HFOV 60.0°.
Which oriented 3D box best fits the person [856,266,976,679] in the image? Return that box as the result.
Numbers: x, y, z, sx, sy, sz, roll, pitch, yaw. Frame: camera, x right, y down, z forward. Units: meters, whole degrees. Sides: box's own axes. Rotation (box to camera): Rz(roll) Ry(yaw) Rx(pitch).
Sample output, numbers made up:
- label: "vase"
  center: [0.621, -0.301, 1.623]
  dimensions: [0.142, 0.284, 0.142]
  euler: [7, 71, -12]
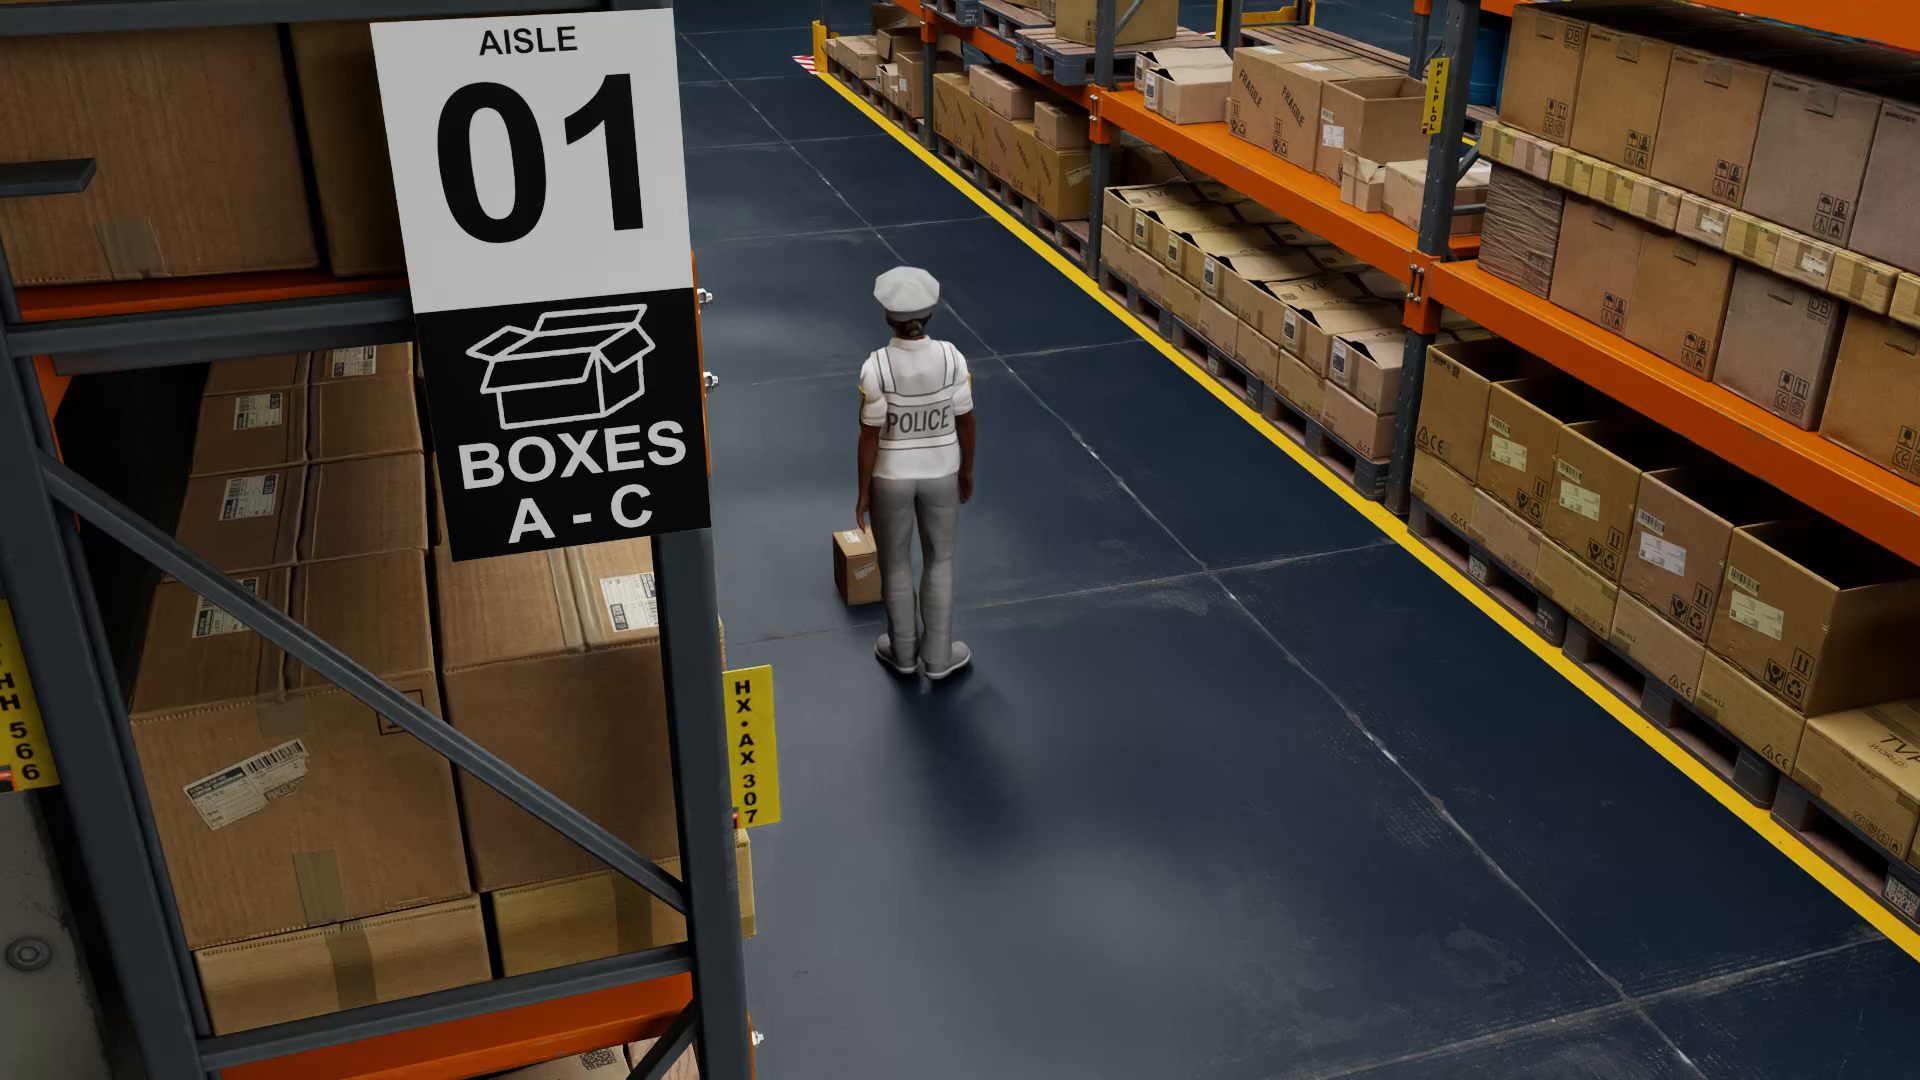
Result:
- label: "person"
  center: [-0.162, -0.242, 6.541]
  dimensions: [0.469, 1.677, 0.388]
  euler: [-6, 27, -13]
